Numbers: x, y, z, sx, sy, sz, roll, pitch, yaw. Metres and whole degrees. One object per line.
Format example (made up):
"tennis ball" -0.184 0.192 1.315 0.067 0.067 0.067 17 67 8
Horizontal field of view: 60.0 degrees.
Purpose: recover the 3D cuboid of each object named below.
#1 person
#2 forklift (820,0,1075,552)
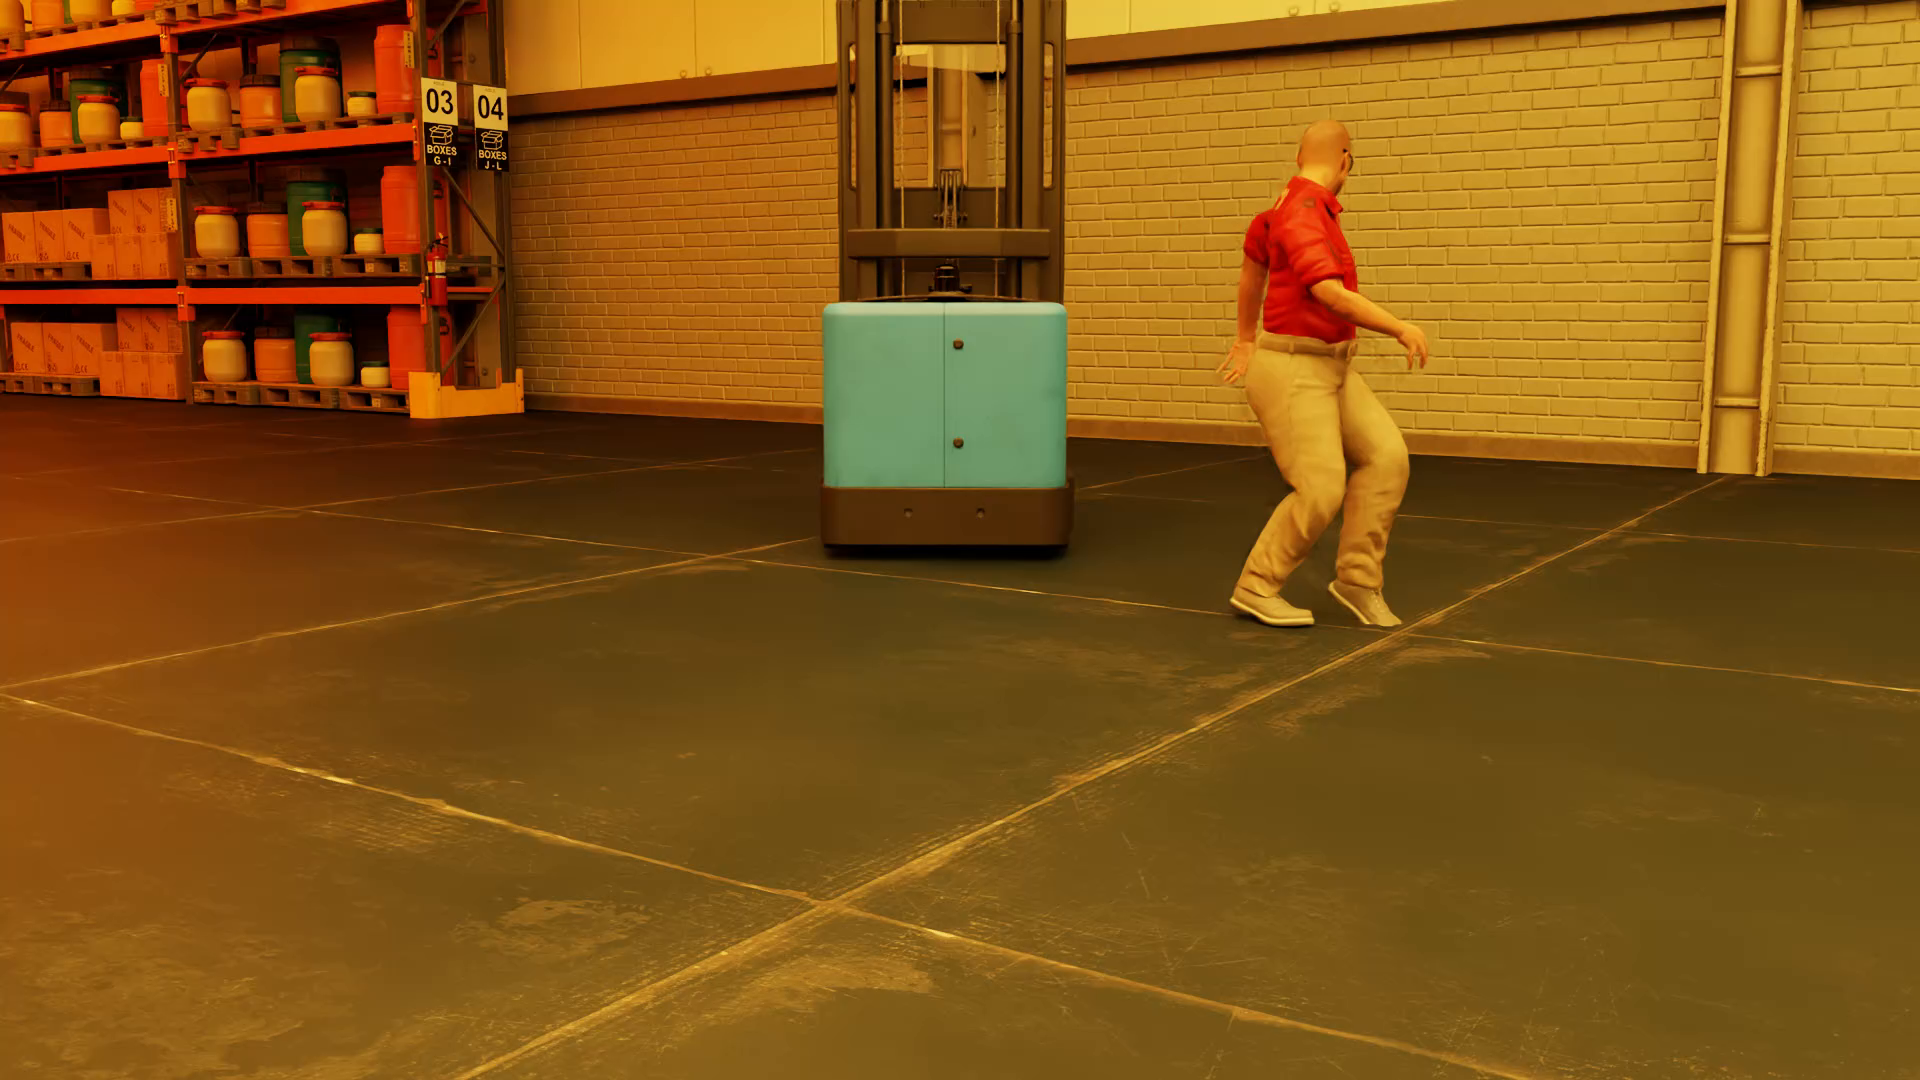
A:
"person" 1.155 -0.512 5.561 0.798 1.739 0.631 4 9 29
"forklift" -0.035 -1.572 8.245 1.130 2.935 3.031 0 8 1
